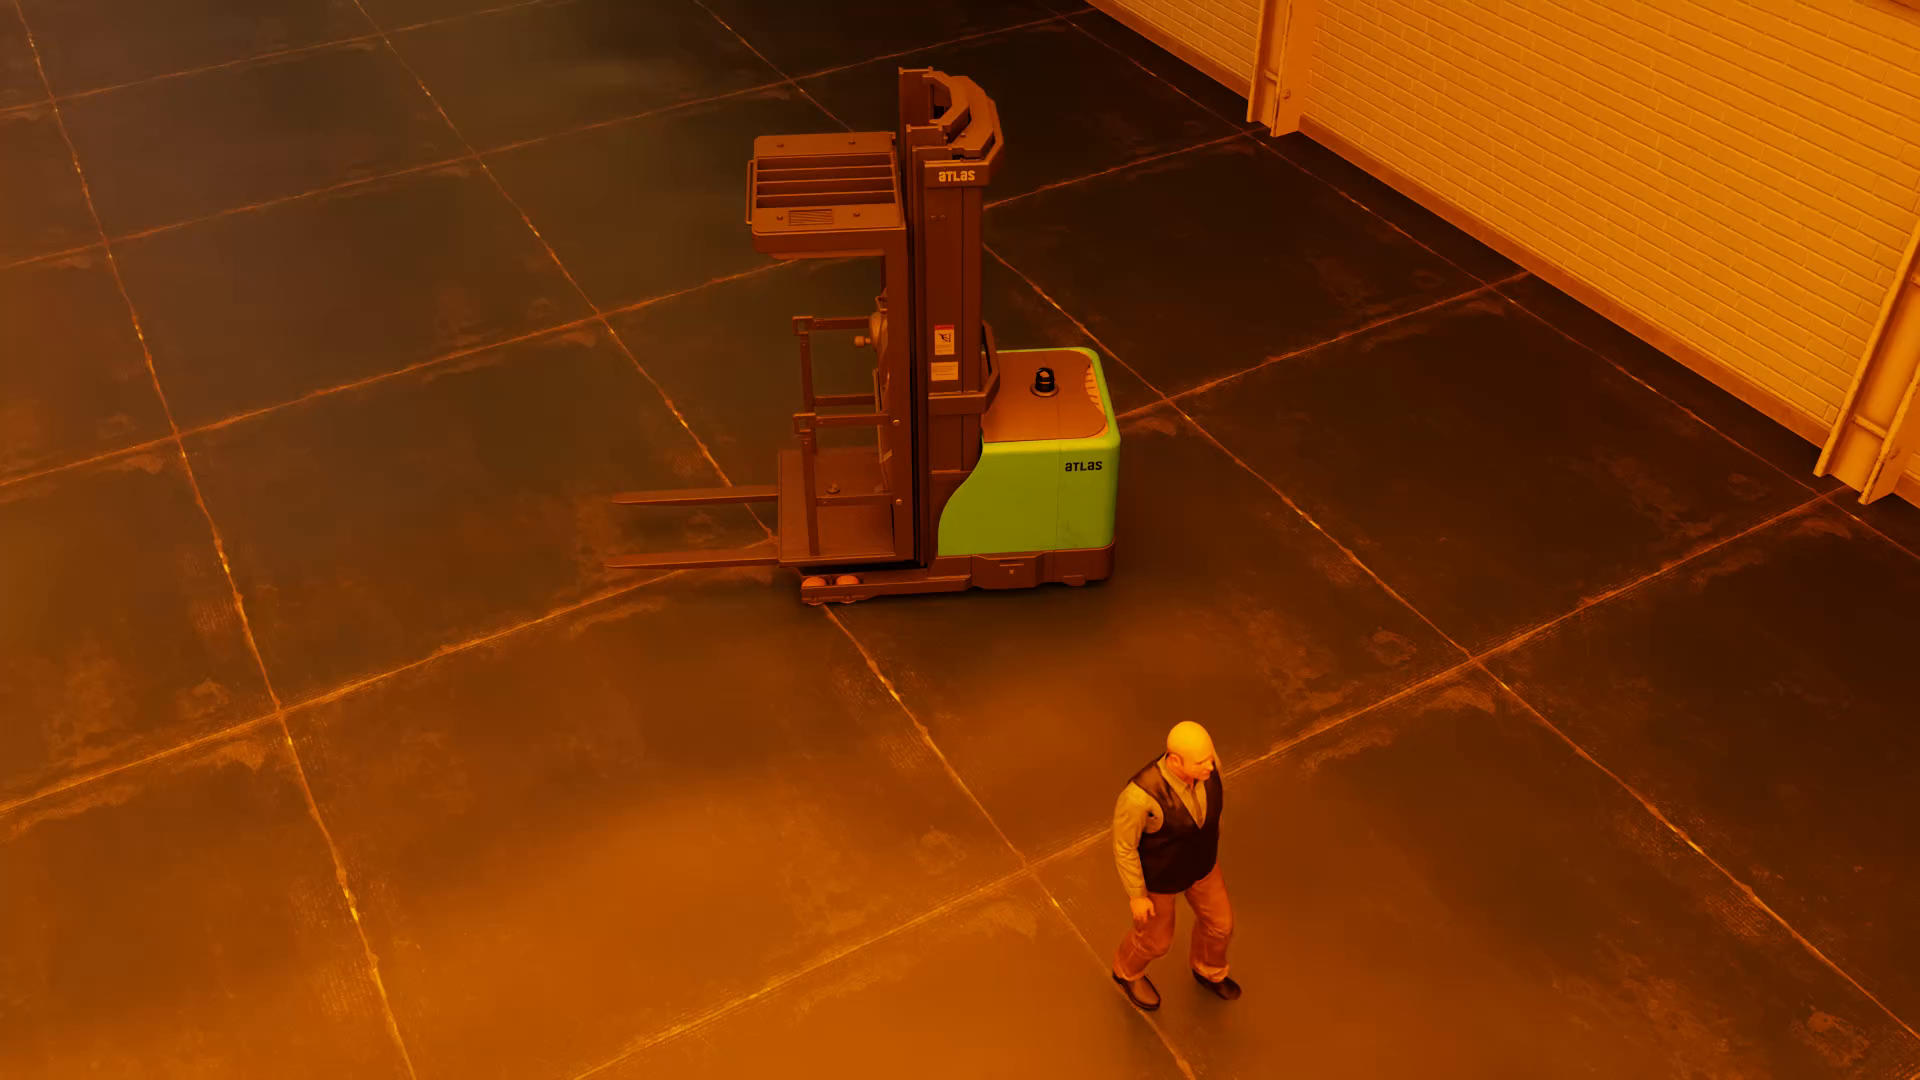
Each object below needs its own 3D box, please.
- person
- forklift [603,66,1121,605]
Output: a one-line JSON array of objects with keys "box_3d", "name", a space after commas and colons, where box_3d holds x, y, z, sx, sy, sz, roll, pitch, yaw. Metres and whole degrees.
[{"box_3d": [0.968, 1.478, 7.259, 0.621, 1.763, 0.535, -26, 46, -27], "name": "person"}, {"box_3d": [-0.621, -1.096, 9.357, 3.031, 2.935, 1.130, -3, 40, -4], "name": "forklift"}]
